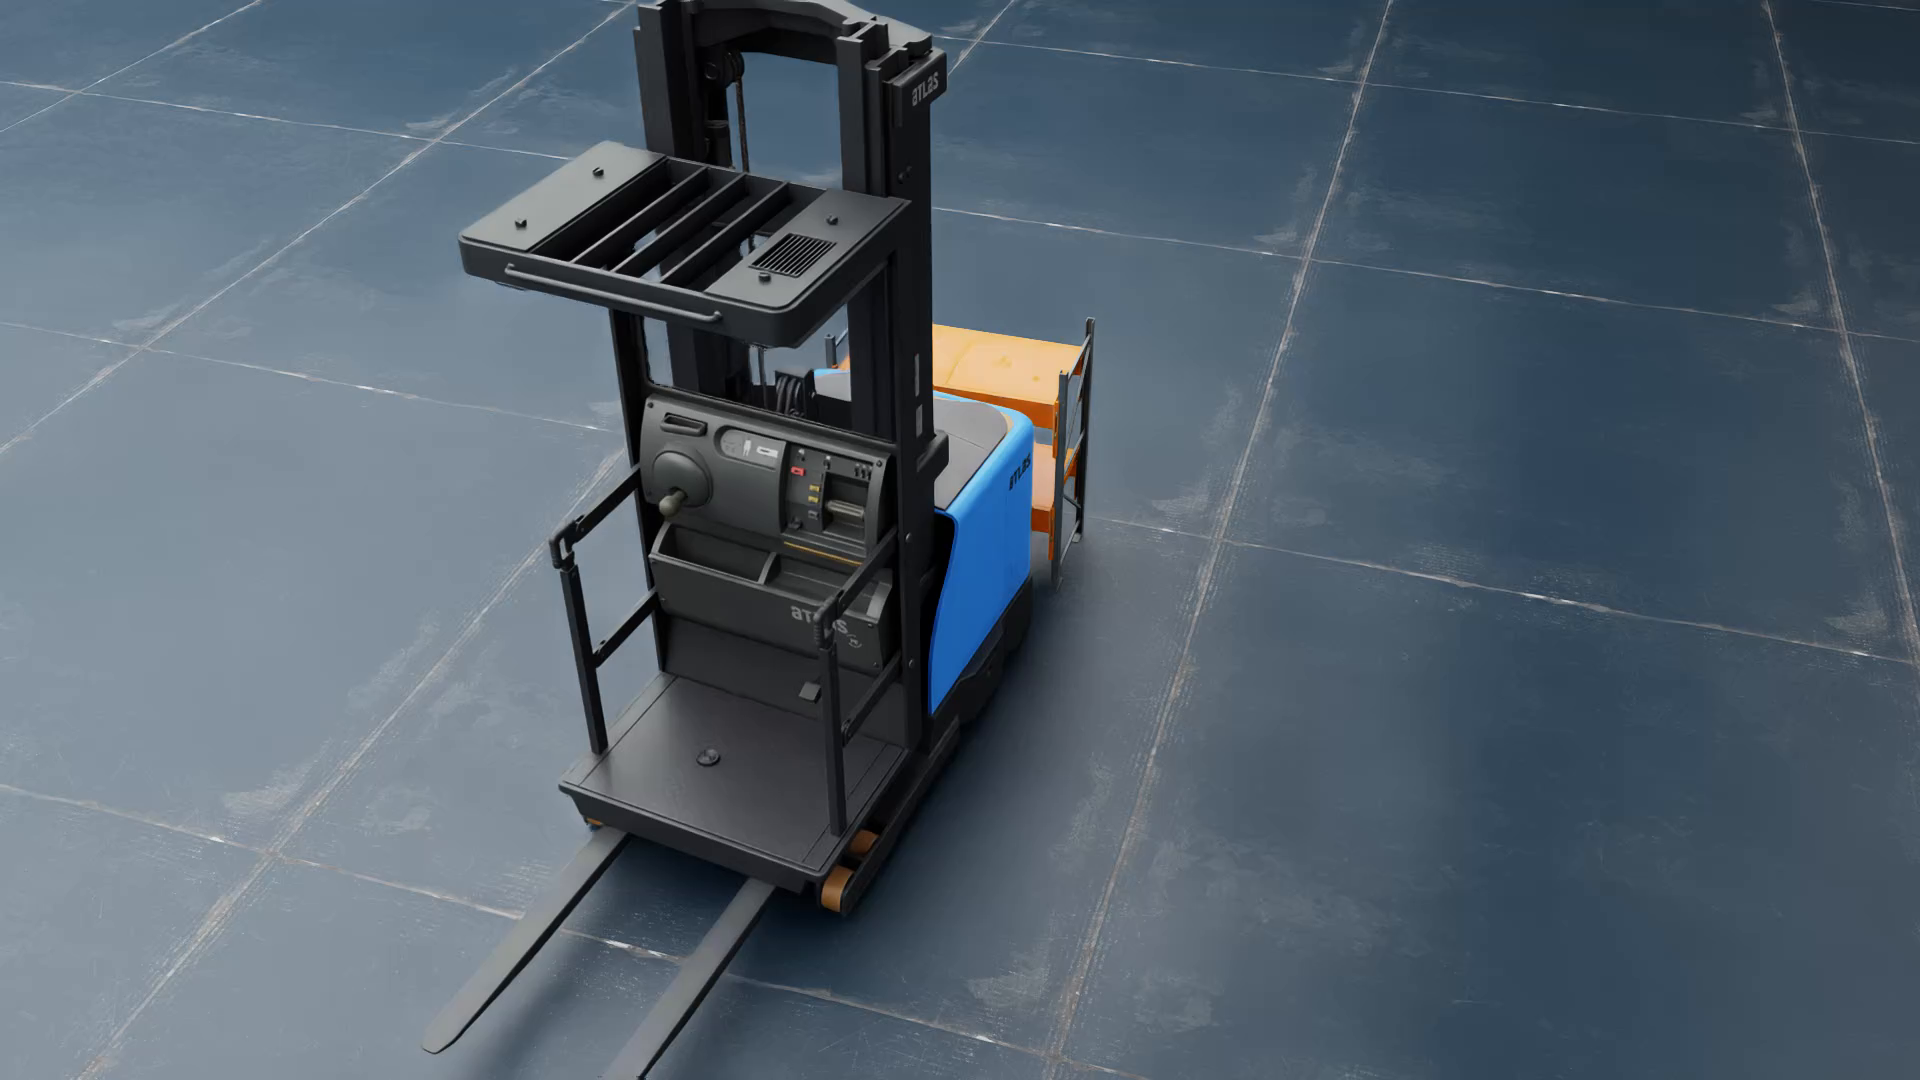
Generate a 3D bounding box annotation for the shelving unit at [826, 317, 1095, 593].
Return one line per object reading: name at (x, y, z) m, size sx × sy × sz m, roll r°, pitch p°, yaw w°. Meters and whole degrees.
shelving unit at (0.006, -0.452, 7.415) m, size 1.048 × 1.125 × 0.538 m, roll 10°, pitch 38°, yaw 14°

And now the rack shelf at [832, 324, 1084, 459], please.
rack shelf at (0.006, -0.688, 7.241) m, size 1.000 × 0.278 × 0.538 m, roll 10°, pitch 38°, yaw 14°

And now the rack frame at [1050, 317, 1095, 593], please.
rack frame at (0.492, -0.362, 7.293) m, size 0.032 × 1.125 × 0.500 m, roll 10°, pitch 38°, yaw 14°

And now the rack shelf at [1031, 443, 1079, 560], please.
rack shelf at (0.006, -0.255, 7.560) m, size 1.000 × 0.278 × 0.538 m, roll 10°, pitch 38°, yaw 14°

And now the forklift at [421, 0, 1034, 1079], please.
forklift at (-0.761, -0.145, 5.474) m, size 1.130 × 2.935 × 3.031 m, roll 15°, pitch 39°, yaw 19°

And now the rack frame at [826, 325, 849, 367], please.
rack frame at (-0.479, -0.542, 7.537) m, size 0.032 × 1.125 × 0.500 m, roll 10°, pitch 38°, yaw 14°
